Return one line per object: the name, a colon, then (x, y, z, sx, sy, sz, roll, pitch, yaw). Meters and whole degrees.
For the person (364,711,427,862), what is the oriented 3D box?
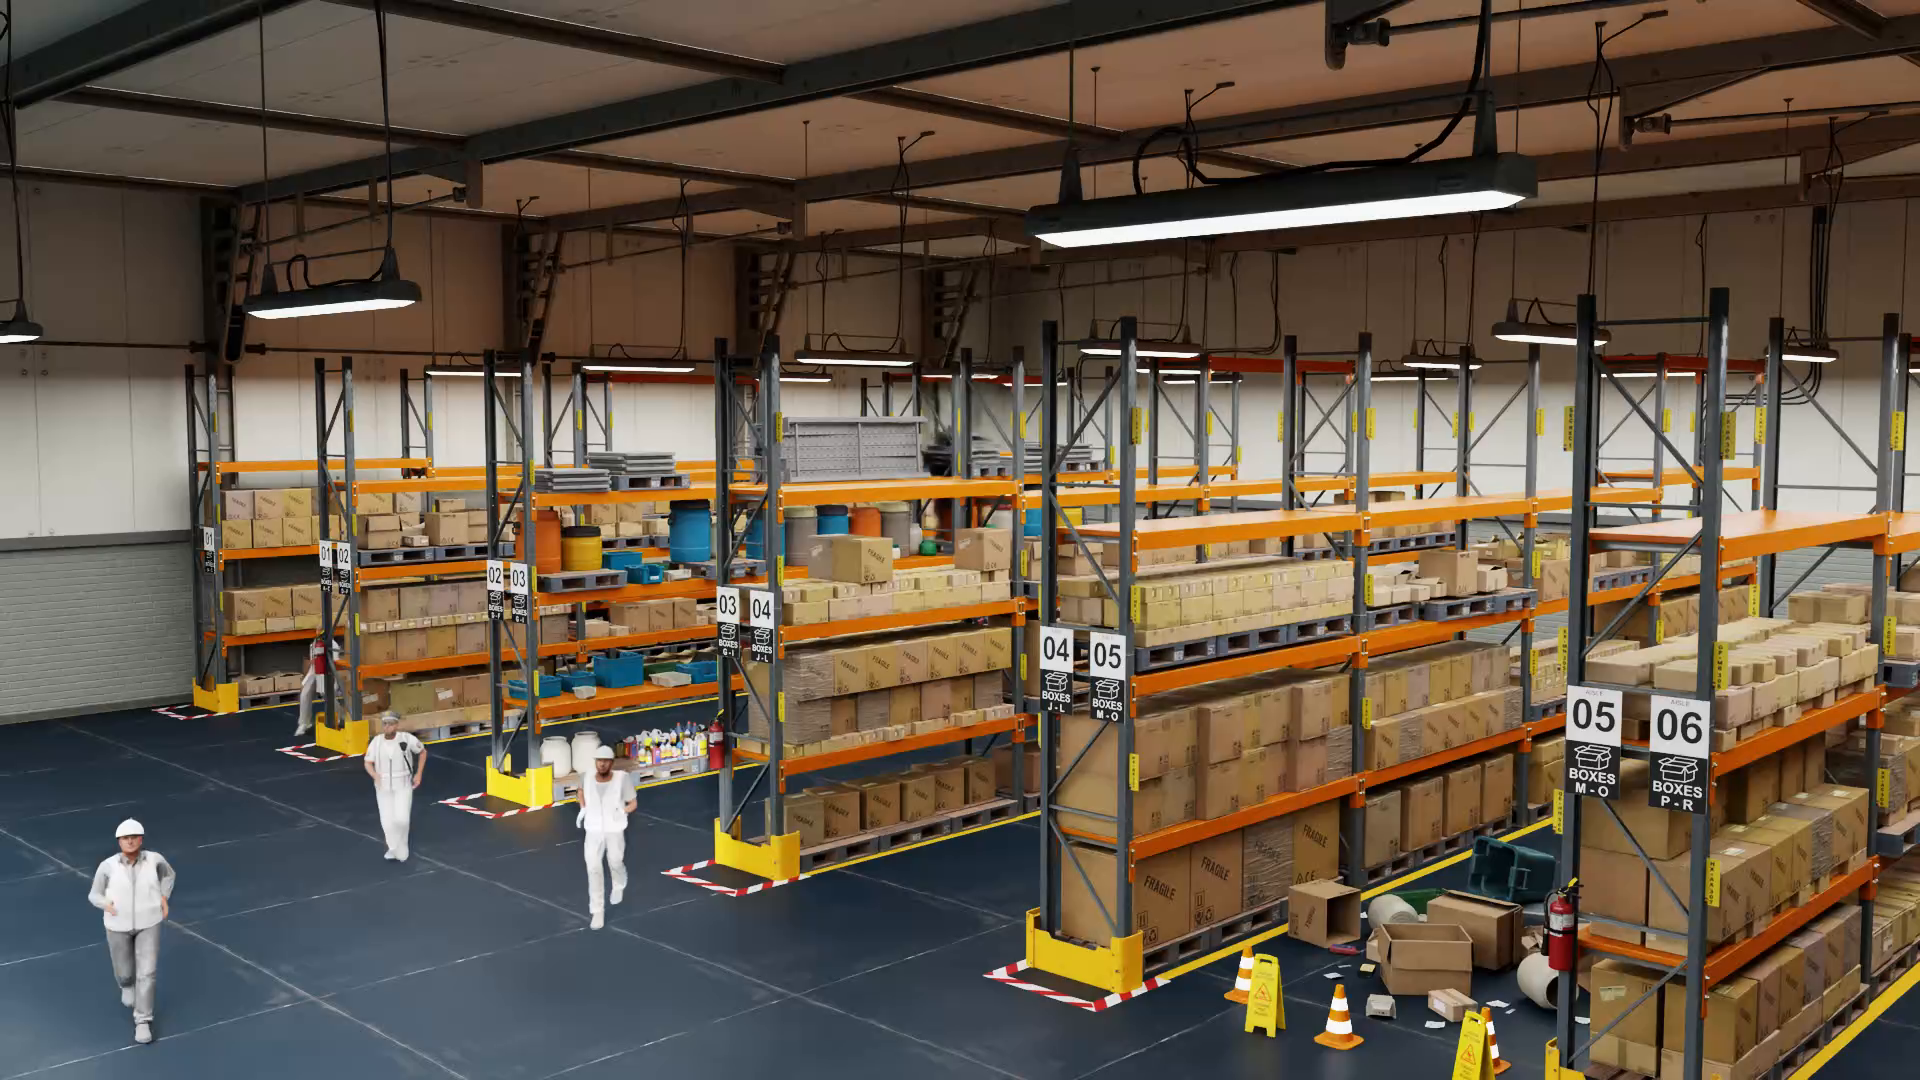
person: (-6.503, 2.829, 19.105, 0.664, 1.759, 0.629, -1, 4, -8)

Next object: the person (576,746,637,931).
person: (-3.609, 2.972, 17.021, 0.626, 1.802, 0.974, 0, 4, -6)

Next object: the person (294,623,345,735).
person: (-10.297, 2.235, 26.946, 0.715, 1.821, 0.963, 2, 5, 26)

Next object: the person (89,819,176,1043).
person: (-6.902, 3.212, 13.901, 0.661, 1.769, 0.936, -2, 5, -28)
